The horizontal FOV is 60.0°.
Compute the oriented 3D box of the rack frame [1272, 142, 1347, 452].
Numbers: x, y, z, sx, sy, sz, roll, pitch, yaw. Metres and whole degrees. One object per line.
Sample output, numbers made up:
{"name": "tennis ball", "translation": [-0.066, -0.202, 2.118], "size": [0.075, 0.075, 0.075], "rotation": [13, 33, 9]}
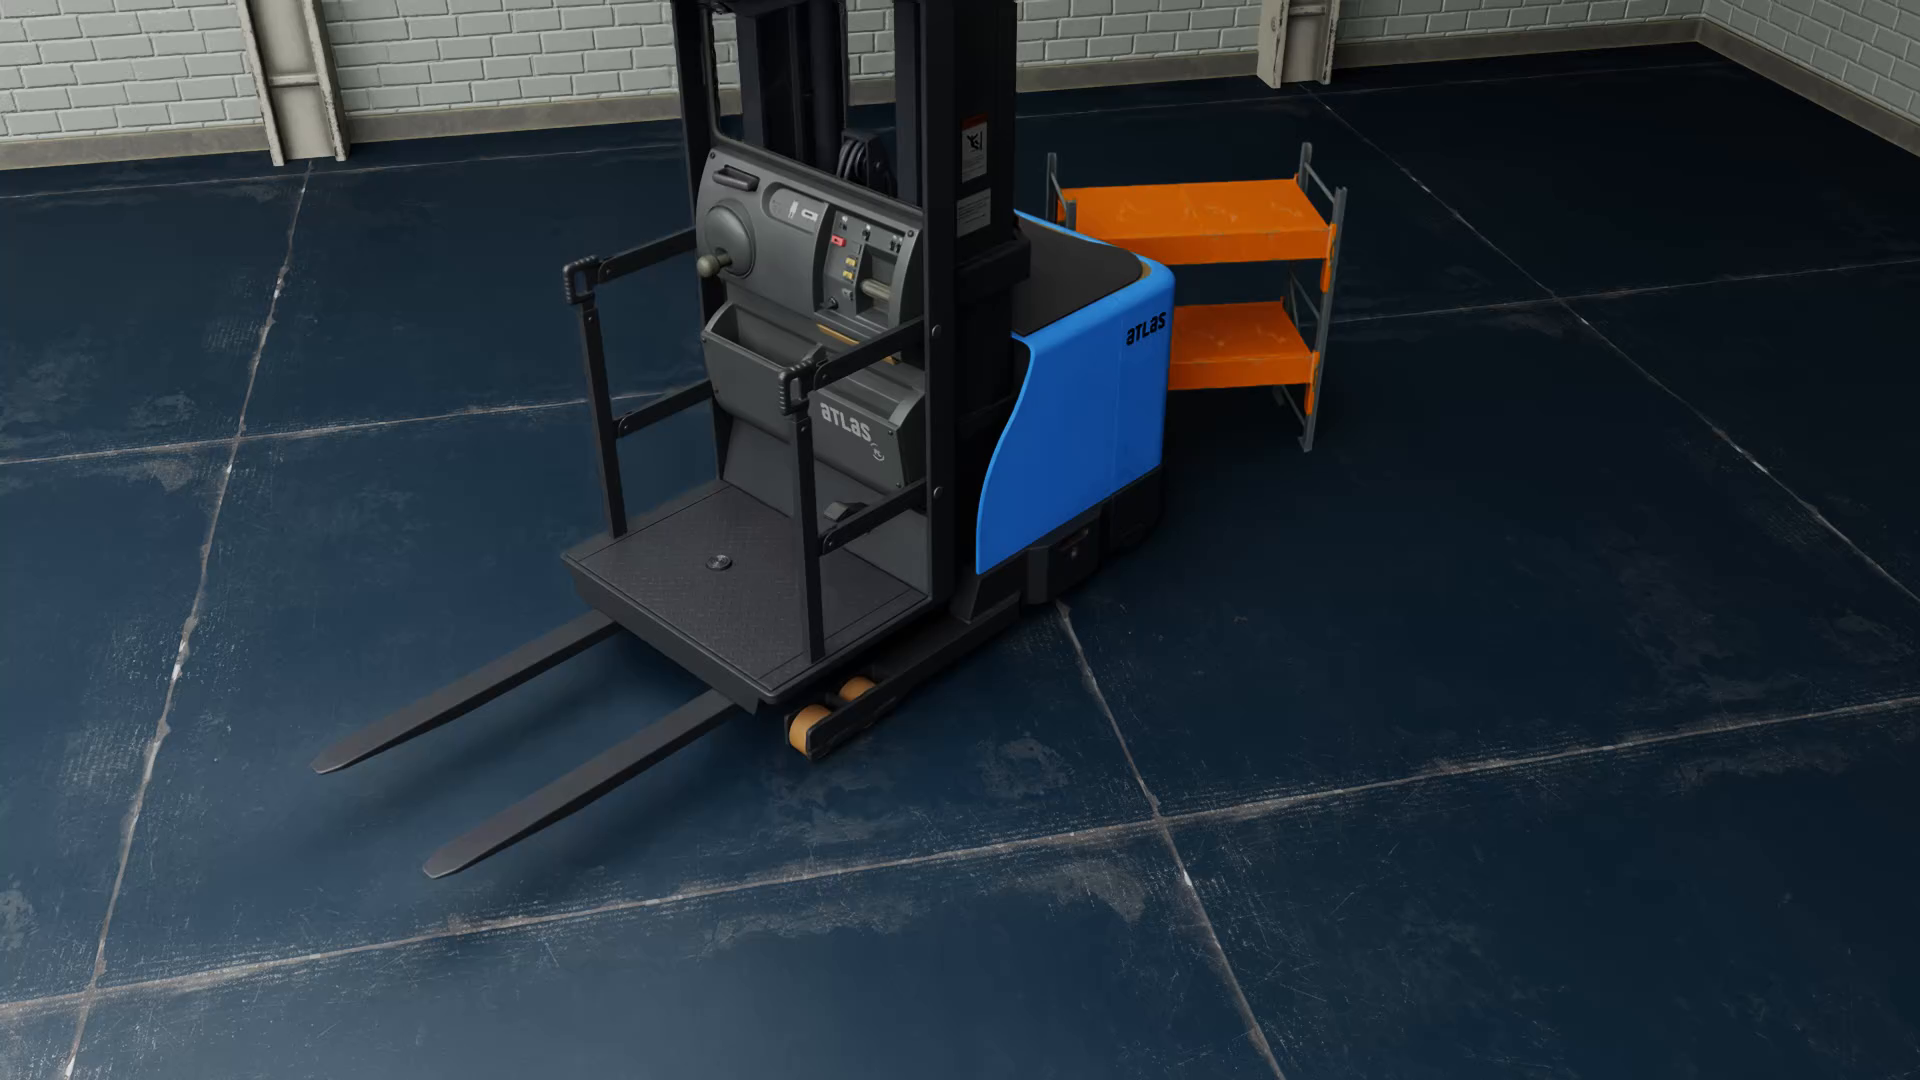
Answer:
{"name": "rack frame", "translation": [1.394, -0.967, 6.681], "size": [0.032, 1.125, 0.500], "rotation": [-4, 34, -5]}

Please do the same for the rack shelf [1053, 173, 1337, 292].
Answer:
{"name": "rack shelf", "translation": [0.889, -1.179, 6.472], "size": [1.000, 0.278, 0.538], "rotation": [-4, 34, -5]}

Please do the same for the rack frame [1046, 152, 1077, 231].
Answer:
{"name": "rack frame", "translation": [0.384, -0.905, 6.588], "size": [0.032, 1.125, 0.500], "rotation": [-4, 34, -5]}

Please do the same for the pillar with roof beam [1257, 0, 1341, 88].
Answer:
{"name": "pillar with roof beam", "translation": [3.082, -4.356, 4.666], "size": [0.400, 9.000, 9.100], "rotation": [-7, 35, -11]}

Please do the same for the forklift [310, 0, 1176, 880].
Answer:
{"name": "forklift", "translation": [-0.619, -0.855, 4.894], "size": [1.130, 2.935, 3.031], "rotation": [28, 43, 35]}

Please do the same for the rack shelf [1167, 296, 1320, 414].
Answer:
{"name": "rack shelf", "translation": [0.889, -0.733, 6.771], "size": [1.000, 0.278, 0.538], "rotation": [-4, 34, -5]}

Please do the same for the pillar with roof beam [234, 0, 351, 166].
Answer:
{"name": "pillar with roof beam", "translation": [-2.770, -3.619, 3.567], "size": [0.400, 9.000, 9.100], "rotation": [-7, 35, -11]}

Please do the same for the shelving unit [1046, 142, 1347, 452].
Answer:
{"name": "shelving unit", "translation": [0.889, -0.936, 6.635], "size": [1.048, 1.125, 0.538], "rotation": [-4, 34, -5]}
